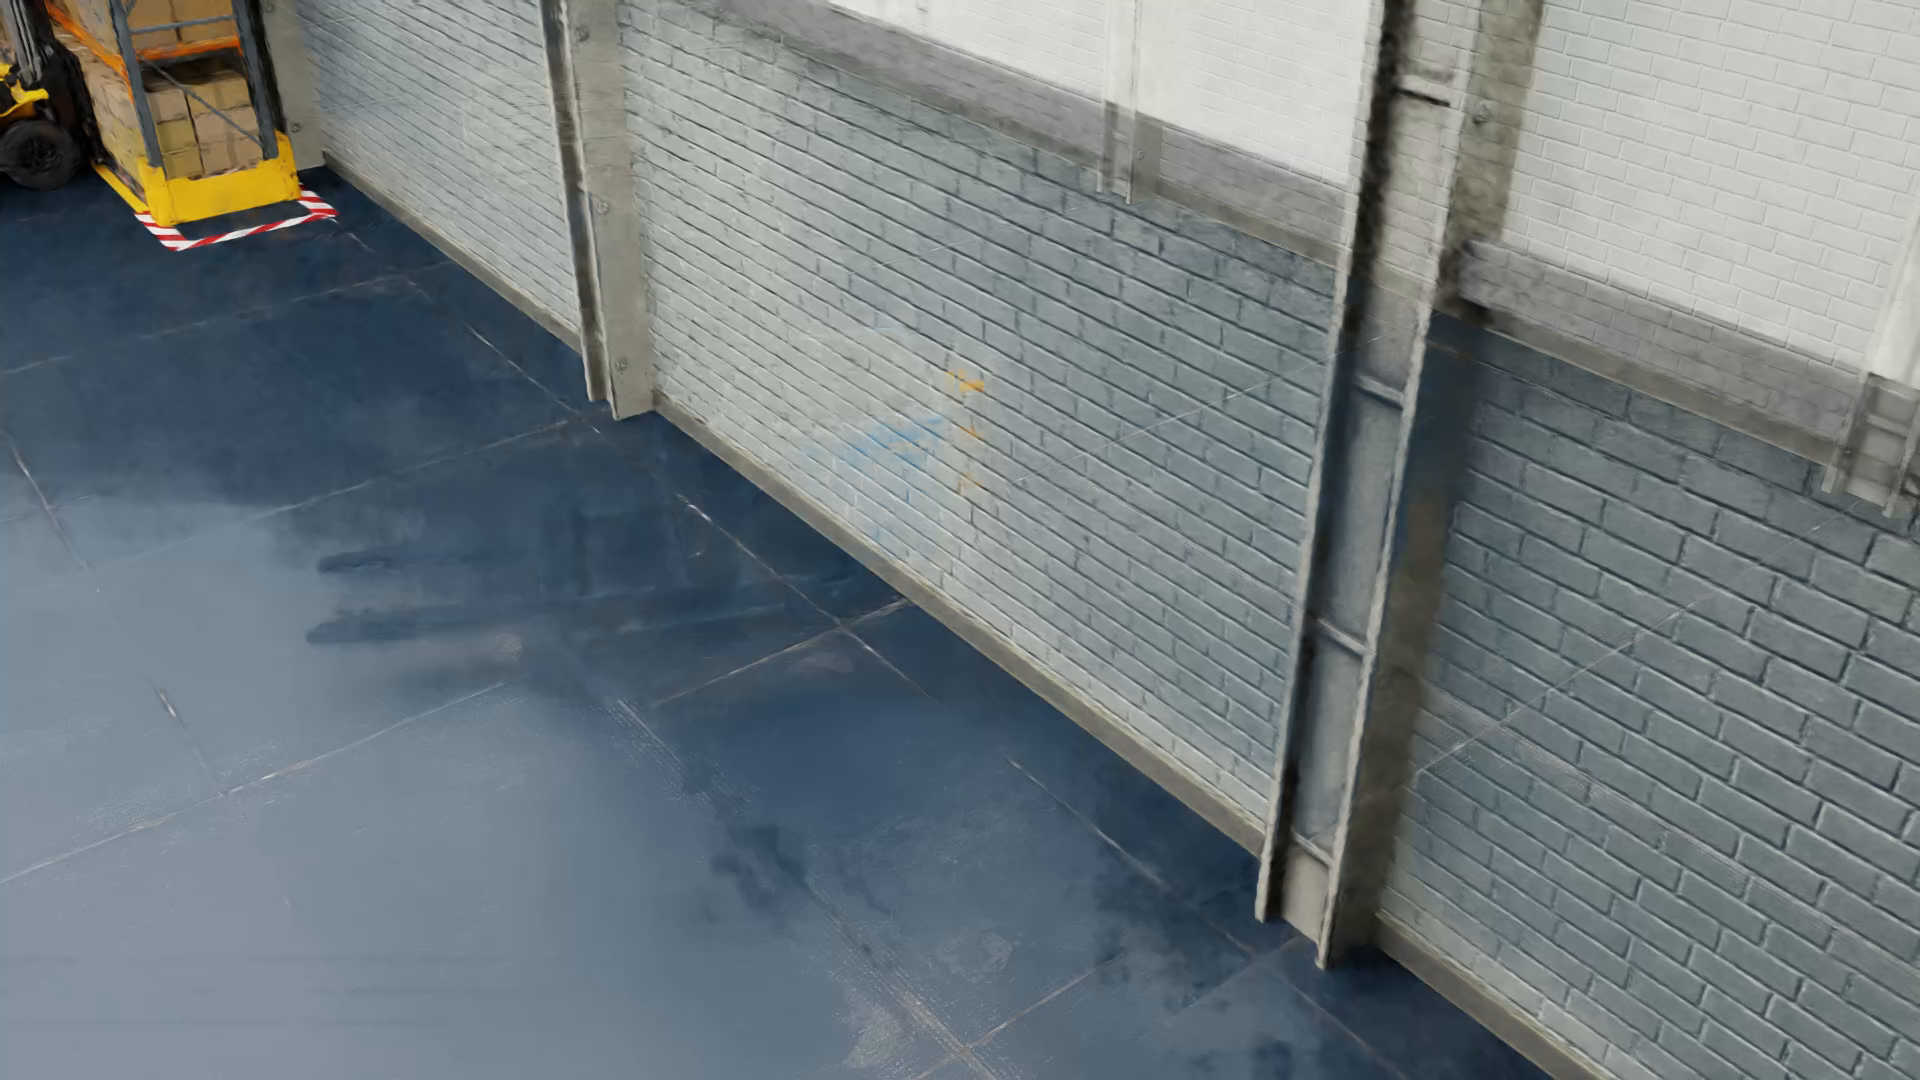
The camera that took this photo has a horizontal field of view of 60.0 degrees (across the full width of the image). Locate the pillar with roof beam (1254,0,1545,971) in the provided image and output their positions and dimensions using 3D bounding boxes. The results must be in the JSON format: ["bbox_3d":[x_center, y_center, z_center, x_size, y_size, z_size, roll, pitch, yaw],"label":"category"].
[{"bbox_3d":[-5.754,-7.678,12.583,9.100,9.000,0.400,-22,38,-31],"label":"pillar with roof beam"}]
